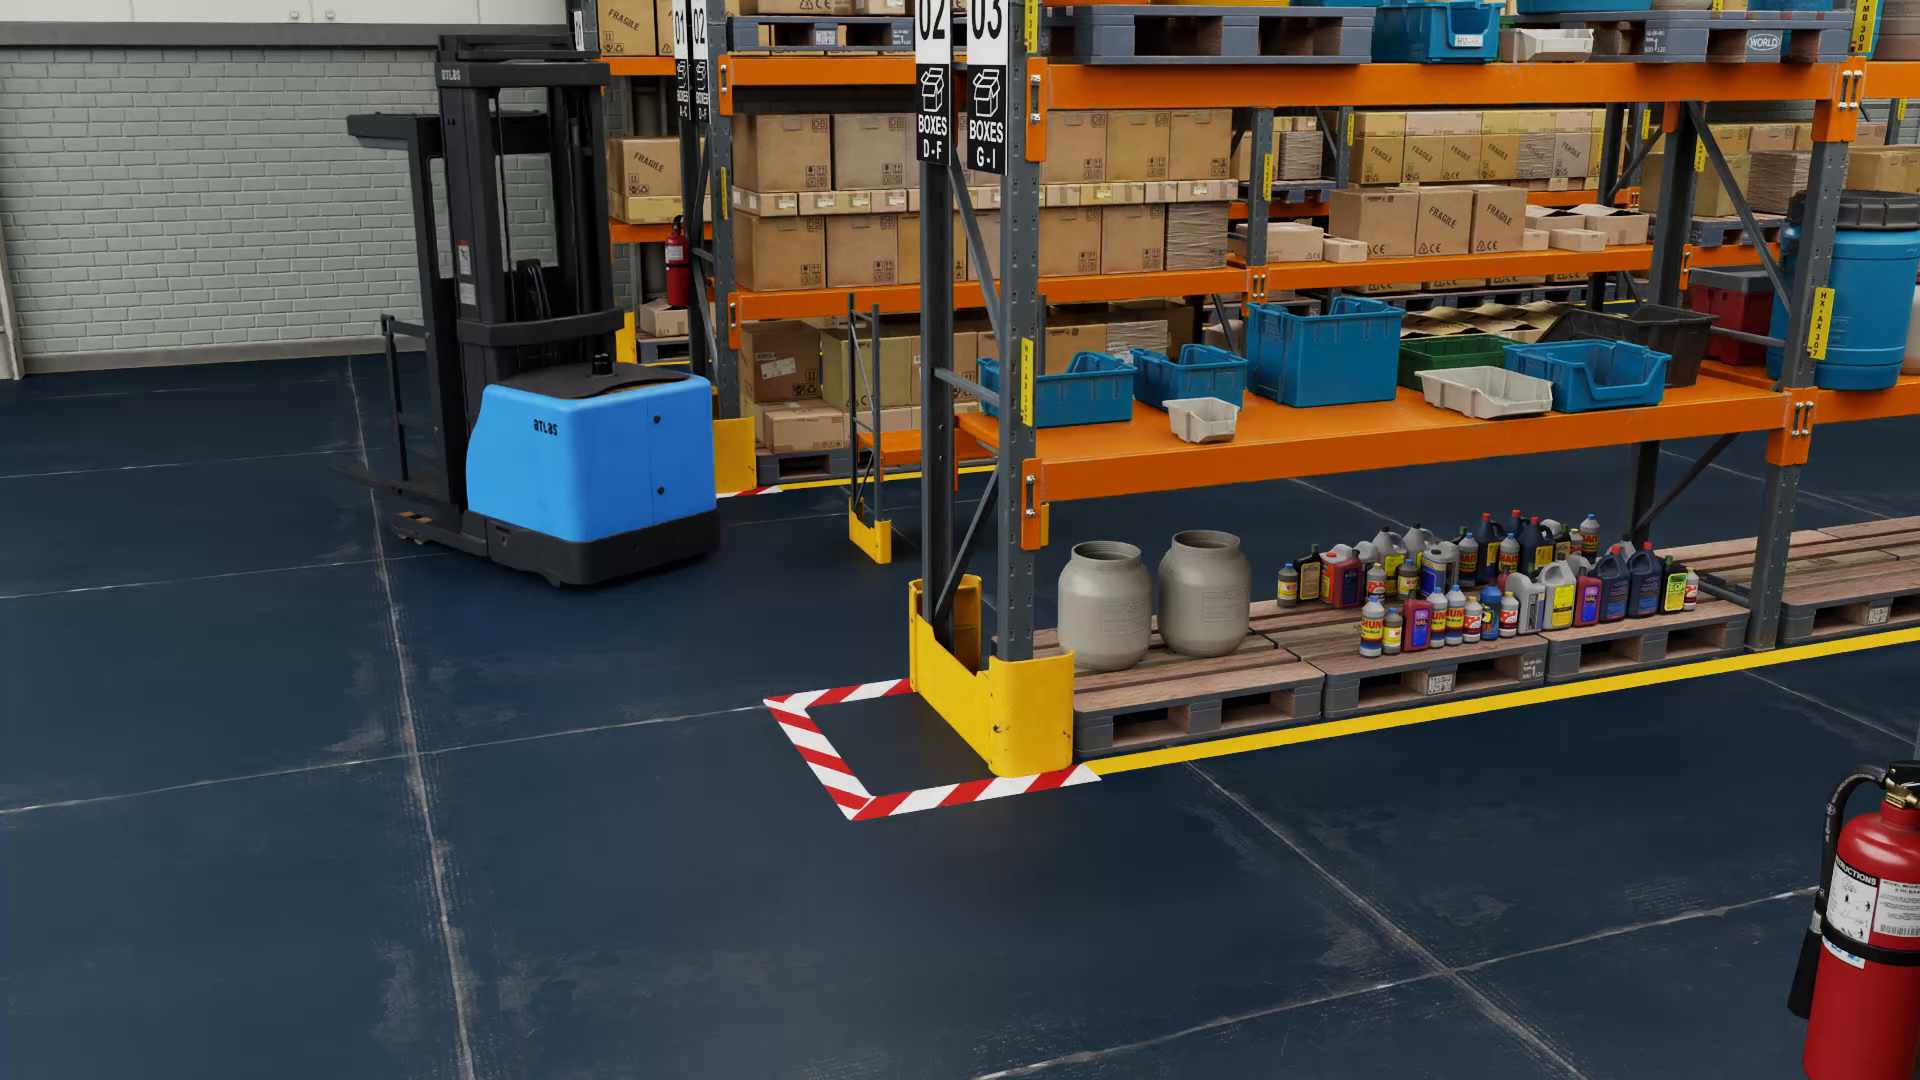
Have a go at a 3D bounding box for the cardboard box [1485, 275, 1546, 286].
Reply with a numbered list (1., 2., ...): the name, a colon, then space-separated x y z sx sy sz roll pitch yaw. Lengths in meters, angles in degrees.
1. cardboard box: 6.333 -3.409 19.454 0.750 0.750 0.750 -6 17 -18

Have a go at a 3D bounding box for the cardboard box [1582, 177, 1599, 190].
1. cardboard box: 7.281 -4.178 19.413 0.250 0.149 0.380 -6 17 -19

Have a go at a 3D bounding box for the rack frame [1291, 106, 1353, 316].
1. rack frame: 3.987 -4.026 18.485 0.127 3.000 1.000 -6 17 -20

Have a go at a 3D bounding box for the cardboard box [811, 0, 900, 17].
1. cardboard box: -0.726 -3.738 11.452 0.500 0.250 0.500 -6 17 -20

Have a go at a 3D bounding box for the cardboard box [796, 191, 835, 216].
1. cardboard box: -1.018 -2.286 11.231 0.250 0.149 0.380 -7 18 -22

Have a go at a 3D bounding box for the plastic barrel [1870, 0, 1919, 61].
1. plastic barrel: 4.805 -2.870 8.336 0.600 0.901 0.600 0 16 0

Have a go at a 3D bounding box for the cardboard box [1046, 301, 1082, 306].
1. cardboard box: 0.934 -2.713 17.669 0.500 0.500 0.700 -6 17 -18

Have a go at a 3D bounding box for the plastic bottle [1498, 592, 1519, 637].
1. plastic bottle: 2.565 0.342 7.794 0.097 0.201 0.097 0 16 0

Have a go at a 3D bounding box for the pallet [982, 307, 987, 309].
1. pallet: 0.979 -2.364 17.773 1.213 0.211 1.003 -6 17 -20

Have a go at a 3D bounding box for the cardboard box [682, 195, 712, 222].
1. cardboard box: -2.434 -3.179 15.831 0.500 0.250 0.500 -7 18 -22

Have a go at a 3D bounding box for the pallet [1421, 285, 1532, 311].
1. pallet: 5.888 -2.870 19.496 1.213 0.211 1.003 -6 17 -20

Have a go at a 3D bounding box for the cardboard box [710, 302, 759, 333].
1. cardboard box: -2.272 -2.244 16.408 0.500 0.311 0.500 -5 17 -15

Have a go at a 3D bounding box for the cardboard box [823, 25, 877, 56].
1. cardboard box: -1.112 -4.890 15.891 0.500 0.500 0.500 -7 18 -22

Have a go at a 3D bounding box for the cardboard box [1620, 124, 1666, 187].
1. cardboard box: 8.235 -4.624 19.987 0.700 0.700 0.980 -6 17 -19

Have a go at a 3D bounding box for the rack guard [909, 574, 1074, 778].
1. rack guard: 0.116 0.566 7.282 0.348 0.500 1.175 -6 17 -20

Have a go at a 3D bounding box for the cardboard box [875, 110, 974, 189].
1. cardboard box: -0.257 -2.742 11.631 0.500 0.500 0.700 -6 17 -20

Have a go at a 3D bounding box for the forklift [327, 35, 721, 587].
1. forklift: -2.833 -1.474 9.915 3.031 2.935 1.130 14 21 40

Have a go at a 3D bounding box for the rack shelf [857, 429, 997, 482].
1. rack shelf: -0.080 -0.538 9.908 1.000 0.185 0.538 -6 17 -20

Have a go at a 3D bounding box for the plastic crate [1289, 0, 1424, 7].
1. plastic crate: 1.735 -2.316 7.366 0.575 0.384 0.392 -6 17 -20

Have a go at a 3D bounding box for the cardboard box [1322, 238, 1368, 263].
1. cardboard box: 2.929 -2.235 12.831 0.250 0.149 0.380 -6 17 -20

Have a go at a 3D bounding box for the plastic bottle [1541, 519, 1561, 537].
1. plastic bottle: 3.051 0.036 8.705 0.135 0.276 0.152 -5 17 -18

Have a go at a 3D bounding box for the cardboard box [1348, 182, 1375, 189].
1. cardboard box: 4.378 -3.887 18.423 0.250 0.149 0.380 -6 18 -21

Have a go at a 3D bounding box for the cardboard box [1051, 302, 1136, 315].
1. cardboard box: 1.019 -1.545 12.840 0.500 0.500 0.500 -6 17 -20

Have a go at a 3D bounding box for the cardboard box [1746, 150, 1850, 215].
1. cardboard box: 7.234 -3.108 14.435 0.500 0.500 0.700 -3 17 -10

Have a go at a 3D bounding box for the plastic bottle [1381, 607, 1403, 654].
1. plastic bottle: 1.963 0.407 7.573 0.097 0.201 0.097 0 16 0

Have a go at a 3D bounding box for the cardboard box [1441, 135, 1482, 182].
1. cardboard box: 5.489 -4.308 18.704 0.500 0.500 0.500 -6 17 -20

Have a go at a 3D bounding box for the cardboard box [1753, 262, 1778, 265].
1. cardboard box: 9.903 -3.637 20.849 0.500 0.500 0.700 -7 18 -22

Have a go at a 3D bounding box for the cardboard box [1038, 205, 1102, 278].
1. cardboard box: 0.656 -2.217 12.147 0.500 0.500 0.700 -6 17 -19

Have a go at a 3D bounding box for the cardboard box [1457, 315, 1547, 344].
1. cardboard box: 4.407 -1.653 13.542 0.500 0.311 0.500 -6 17 -20

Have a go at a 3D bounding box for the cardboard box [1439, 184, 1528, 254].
1. cardboard box: 4.202 -2.598 13.443 0.500 0.500 0.500 -7 18 -23

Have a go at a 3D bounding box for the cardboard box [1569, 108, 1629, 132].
1. cardboard box: 7.378 -4.875 19.304 0.500 0.250 0.500 -6 17 -19

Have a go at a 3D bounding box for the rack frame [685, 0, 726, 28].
1. rack frame: -1.707 -4.795 10.456 0.127 3.000 1.000 -6 17 -20

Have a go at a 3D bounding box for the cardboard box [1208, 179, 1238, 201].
1. cardboard box: 1.851 -2.595 12.284 0.250 0.149 0.380 -6 17 -20

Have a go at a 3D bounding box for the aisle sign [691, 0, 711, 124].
1. aisle sign: -1.659 -3.077 10.638 0.004 0.787 0.394 -6 17 -20

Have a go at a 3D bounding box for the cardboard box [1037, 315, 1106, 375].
1. cardboard box: 0.737 -1.359 12.206 0.500 0.500 0.500 -6 17 -20

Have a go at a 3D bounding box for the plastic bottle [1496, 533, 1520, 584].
1. plastic bottle: 2.803 0.100 8.494 0.097 0.271 0.097 0 16 0

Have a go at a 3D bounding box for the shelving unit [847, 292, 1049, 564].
1. shelving unit: -0.071 -0.712 9.861 1.083 1.500 0.587 -6 17 -20

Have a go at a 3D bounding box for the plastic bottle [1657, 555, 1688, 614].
1. plastic bottle: 3.466 0.211 8.095 0.133 0.283 0.061 -5 17 -17

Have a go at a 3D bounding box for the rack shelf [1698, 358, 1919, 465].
1. rack shelf: 5.665 -0.873 9.023 4.000 0.370 1.077 -6 17 -20

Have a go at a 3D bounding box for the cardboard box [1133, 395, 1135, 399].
1. cardboard box: 1.203 -1.050 12.485 0.500 0.250 0.500 -6 17 -20

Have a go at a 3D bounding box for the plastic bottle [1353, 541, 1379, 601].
1. plastic bottle: 1.995 0.150 8.317 0.135 0.276 0.152 -7 18 -22

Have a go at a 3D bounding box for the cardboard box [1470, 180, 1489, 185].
1. cardboard box: 5.806 -4.045 18.959 0.250 0.149 0.380 -6 17 -20

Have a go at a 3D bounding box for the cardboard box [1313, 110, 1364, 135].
1. cardboard box: 4.318 -4.700 18.708 0.500 0.250 0.500 -6 17 -19

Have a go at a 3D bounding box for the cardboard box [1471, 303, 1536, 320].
1. cardboard box: 4.682 -1.844 14.192 0.500 0.311 0.500 -7 18 -21

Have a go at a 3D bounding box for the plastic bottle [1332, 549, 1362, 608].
1. plastic bottle: 1.904 0.189 8.173 0.133 0.283 0.061 -6 17 -20

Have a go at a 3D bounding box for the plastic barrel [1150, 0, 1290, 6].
1. plastic barrel: 1.081 -2.492 6.859 0.600 0.588 0.600 0 16 0

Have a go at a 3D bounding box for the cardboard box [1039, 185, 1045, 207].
1. cardboard box: 0.418 -2.440 11.755 0.250 0.149 0.380 -6 17 -18

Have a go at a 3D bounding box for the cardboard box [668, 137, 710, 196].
1. cardboard box: -2.464 -3.533 15.706 0.500 0.500 0.500 -6 17 -20

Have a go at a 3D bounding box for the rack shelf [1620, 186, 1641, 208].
1. rack shelf: 9.590 -4.286 20.646 4.000 0.370 1.077 -6 17 -20

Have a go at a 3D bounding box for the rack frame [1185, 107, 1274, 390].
1. rack frame: 2.028 -2.320 12.674 0.127 3.000 1.000 -6 17 -20

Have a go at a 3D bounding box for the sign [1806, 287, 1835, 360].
1. sign: 3.984 -1.003 7.700 0.005 0.325 0.100 -6 17 -20

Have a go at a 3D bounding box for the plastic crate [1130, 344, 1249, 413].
1. plastic crate: 1.031 -0.735 7.541 0.408 0.251 0.499 -6 17 -20

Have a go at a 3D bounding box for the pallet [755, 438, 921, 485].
1. pallet: -1.008 -0.667 11.994 1.213 0.211 1.003 -6 17 -20

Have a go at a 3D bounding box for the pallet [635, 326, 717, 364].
1. pallet: -2.641 -1.962 16.404 1.213 0.211 1.003 -6 17 -20

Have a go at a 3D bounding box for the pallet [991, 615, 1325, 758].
1. pallet: 0.877 0.624 7.597 1.213 0.211 1.003 -6 17 -20
